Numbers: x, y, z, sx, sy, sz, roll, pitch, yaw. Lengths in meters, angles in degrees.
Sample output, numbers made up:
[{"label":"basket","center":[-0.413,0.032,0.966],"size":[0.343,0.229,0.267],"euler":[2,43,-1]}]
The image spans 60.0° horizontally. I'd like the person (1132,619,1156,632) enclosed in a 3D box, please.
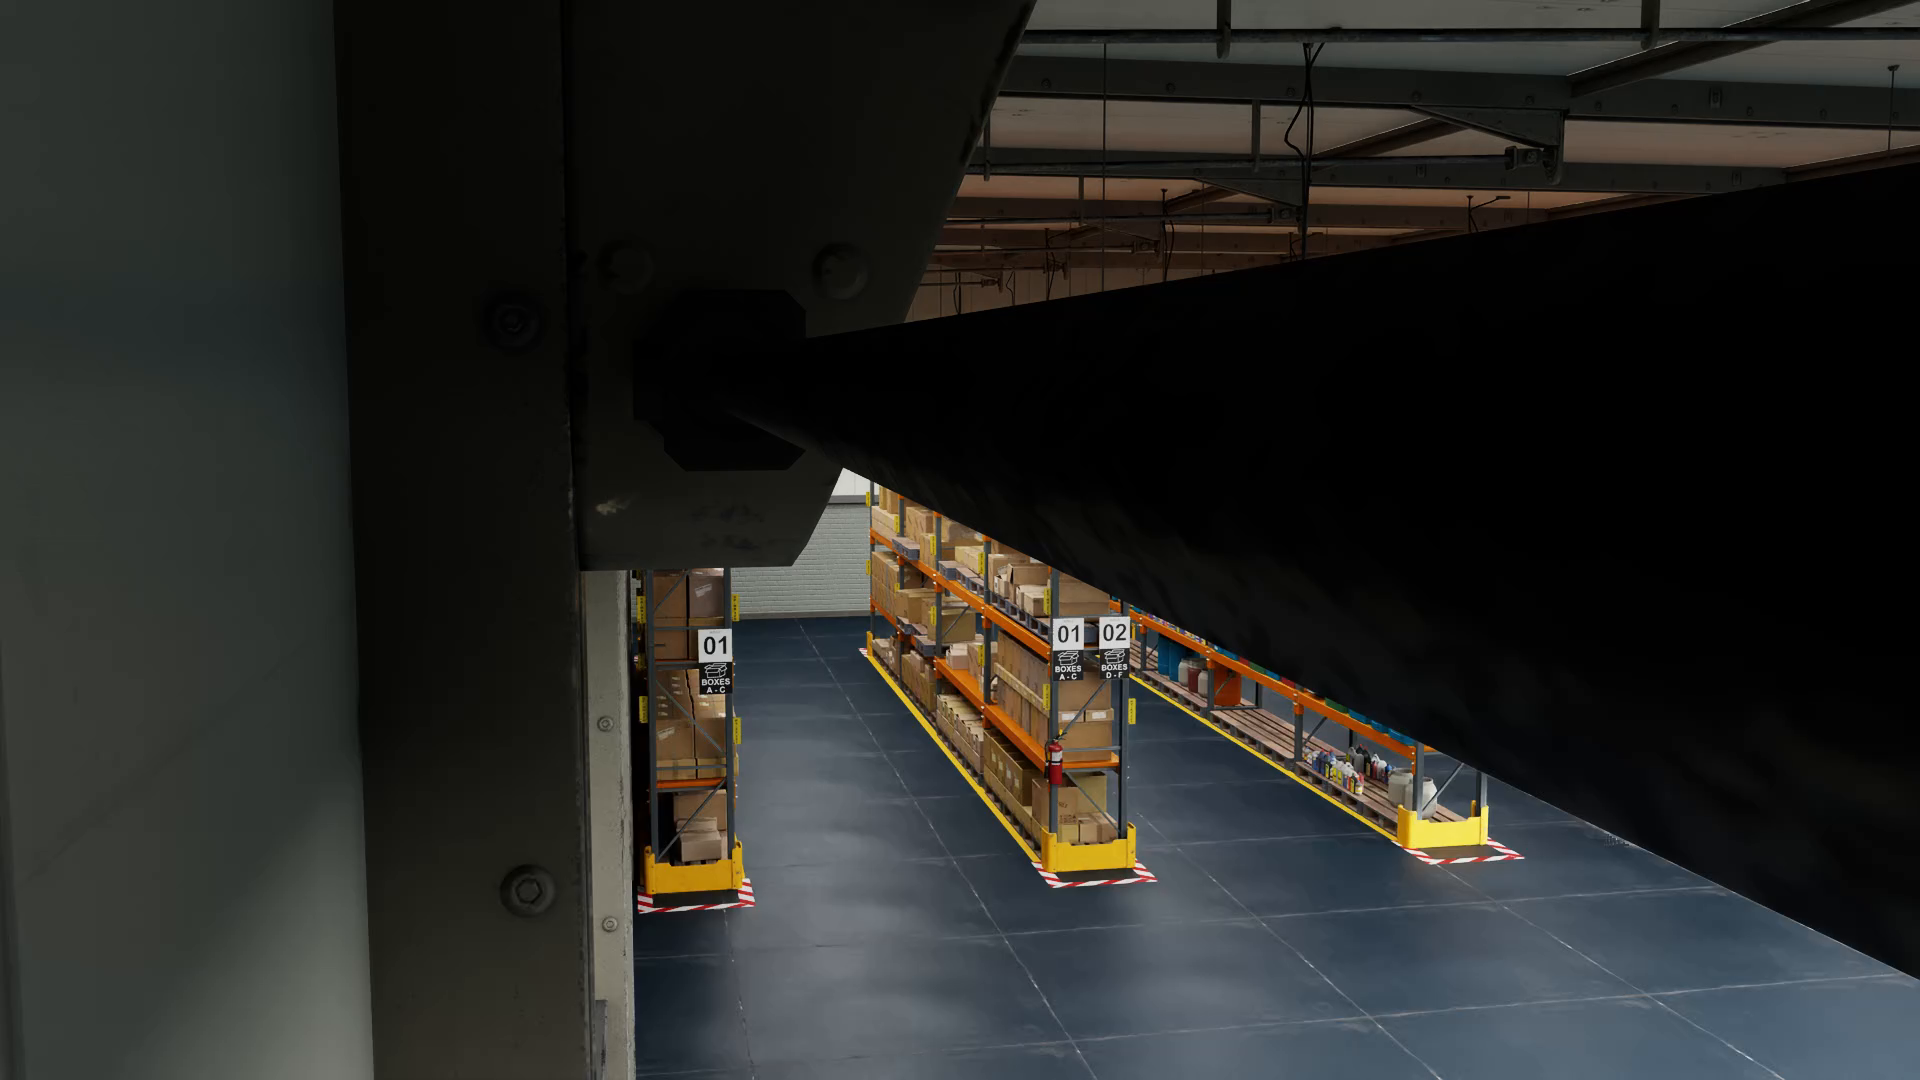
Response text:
[{"label":"person","center":[4.320,1.314,39.607],"size":[0.935,1.846,0.670],"euler":[1,6,7]}]
